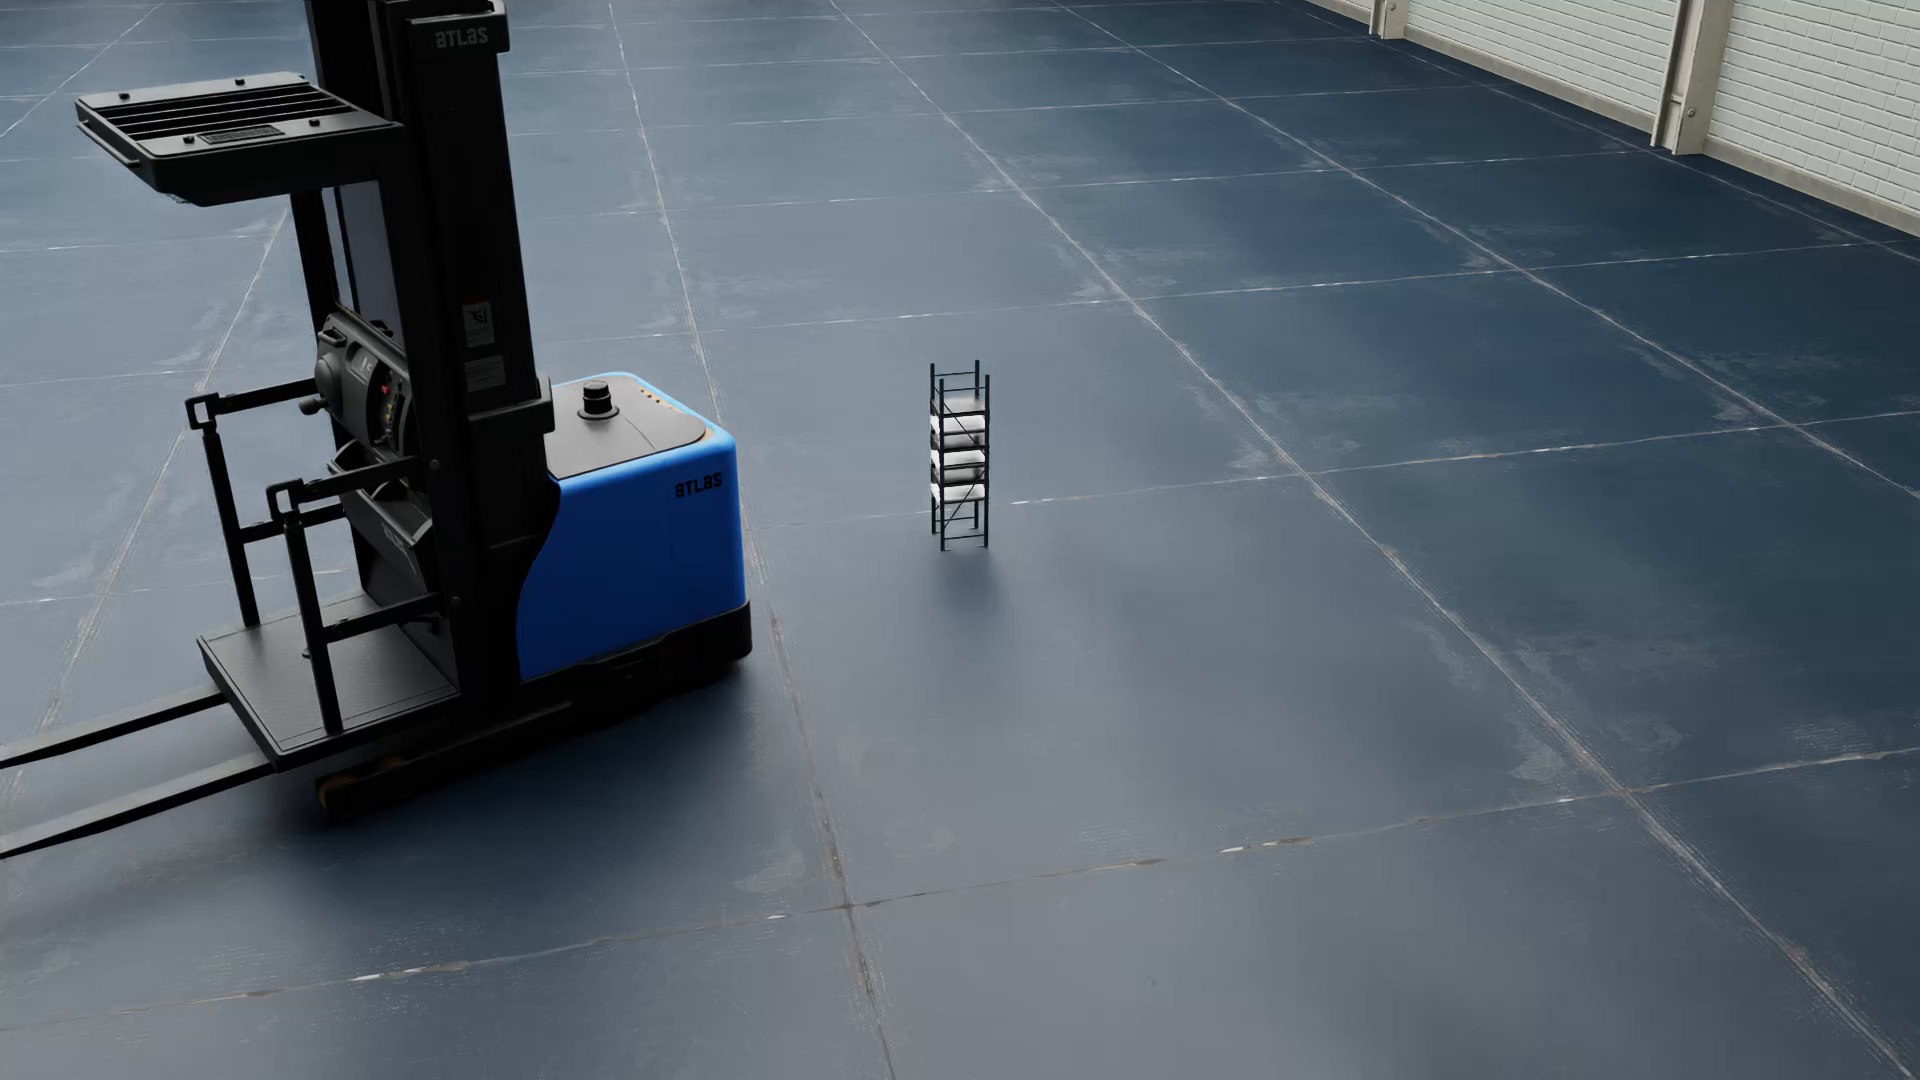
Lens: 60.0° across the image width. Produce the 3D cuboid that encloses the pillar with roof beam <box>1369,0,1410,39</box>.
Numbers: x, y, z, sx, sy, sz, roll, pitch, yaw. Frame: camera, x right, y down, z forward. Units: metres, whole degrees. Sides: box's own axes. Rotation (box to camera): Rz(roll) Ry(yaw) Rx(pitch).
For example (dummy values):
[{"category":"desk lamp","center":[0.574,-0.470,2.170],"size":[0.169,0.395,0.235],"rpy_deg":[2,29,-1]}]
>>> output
[{"category":"pillar with roof beam","center":[1.114,-9.847,17.772],"size":[9.100,9.000,0.400],"rpy_deg":[-6,27,-12]}]

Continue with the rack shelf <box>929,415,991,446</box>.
[{"category":"rack shelf","center":[-0.002,-0.536,7.988],"size":[0.258,0.077,0.200],"rpy_deg":[-6,27,-12]}]

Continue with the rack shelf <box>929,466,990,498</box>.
[{"category":"rack shelf","center":[-0.002,-0.295,8.110],"size":[0.258,0.077,0.200],"rpy_deg":[-6,27,-12]}]

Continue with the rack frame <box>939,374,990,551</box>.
[{"category":"rack frame","center":[0.021,-0.361,7.966],"size":[0.240,0.900,0.006],"rpy_deg":[-6,27,-12]}]

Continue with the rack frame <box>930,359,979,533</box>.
[{"category":"rack frame","center":[-0.025,-0.450,8.143],"size":[0.240,0.900,0.006],"rpy_deg":[-6,27,-12]}]

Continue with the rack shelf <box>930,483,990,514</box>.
[{"category":"rack shelf","center":[-0.002,-0.215,8.150],"size":[0.258,0.077,0.200],"rpy_deg":[-6,27,-12]}]

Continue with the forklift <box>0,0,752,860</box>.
[{"category":"forklift","center":[-2.374,-0.541,6.069],"size":[3.031,2.935,1.130],"rpy_deg":[-19,32,-33]}]

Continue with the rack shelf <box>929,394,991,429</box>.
[{"category":"rack shelf","center":[-0.002,-0.617,7.948],"size":[0.258,0.077,0.200],"rpy_deg":[-6,27,-12]}]

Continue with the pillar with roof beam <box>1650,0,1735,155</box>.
[{"category":"pillar with roof beam","center":[2.466,-7.213,12.553],"size":[9.100,9.000,0.400],"rpy_deg":[-6,27,-12]}]

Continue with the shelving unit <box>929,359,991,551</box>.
[{"category":"shelving unit","center":[-0.002,-0.405,8.054],"size":[0.258,0.900,0.210],"rpy_deg":[-6,27,-12]}]

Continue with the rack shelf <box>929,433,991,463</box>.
[{"category":"rack shelf","center":[-0.002,-0.456,8.029],"size":[0.258,0.077,0.200],"rpy_deg":[-6,27,-12]}]

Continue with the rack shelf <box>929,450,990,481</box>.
[{"category":"rack shelf","center":[-0.002,-0.376,8.069],"size":[0.258,0.077,0.200],"rpy_deg":[-6,27,-12]}]
